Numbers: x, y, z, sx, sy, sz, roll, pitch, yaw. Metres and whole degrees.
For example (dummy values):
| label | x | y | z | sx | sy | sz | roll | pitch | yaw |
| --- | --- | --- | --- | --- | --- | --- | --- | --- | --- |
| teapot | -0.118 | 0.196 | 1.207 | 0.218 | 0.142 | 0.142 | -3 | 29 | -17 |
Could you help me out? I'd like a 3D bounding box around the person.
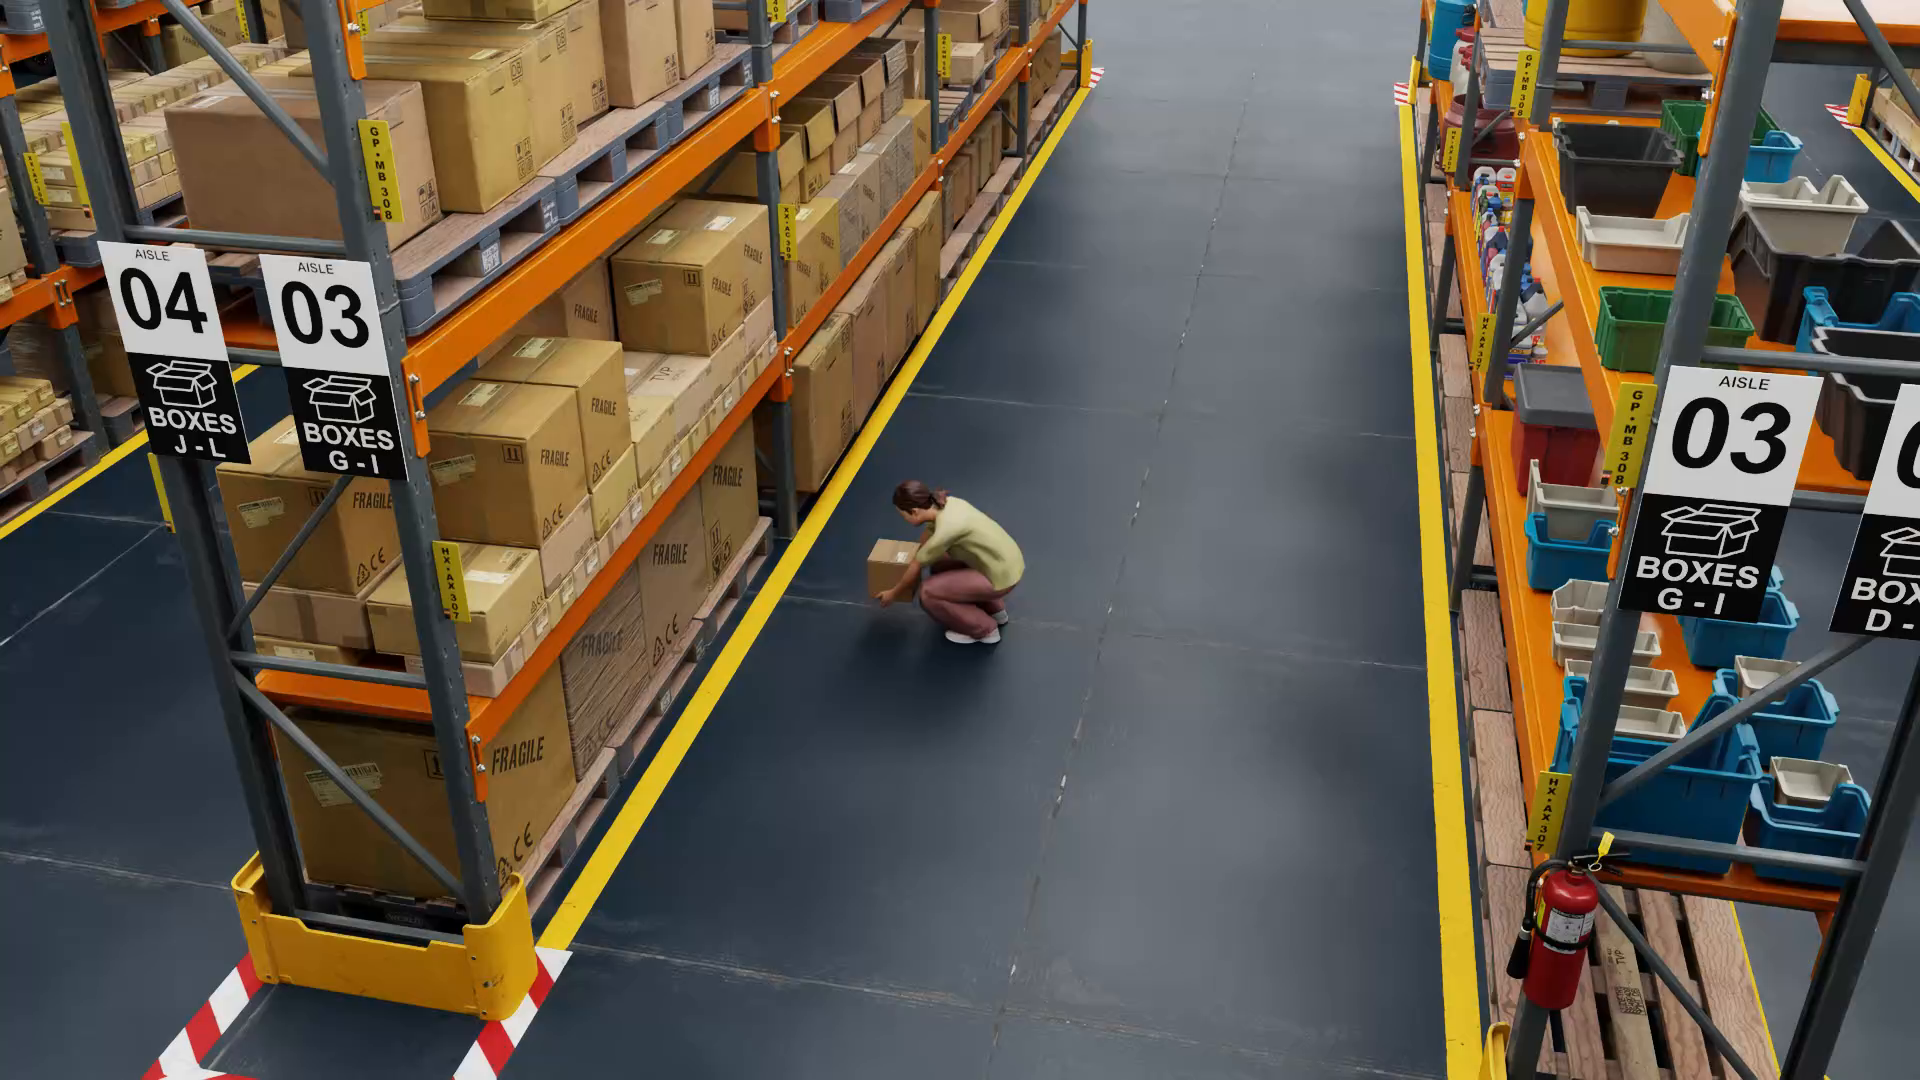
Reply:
| label | x | y | z | sx | sy | sz | roll | pitch | yaw |
| --- | --- | --- | --- | --- | --- | --- | --- | --- | --- |
| person | -0.054 | 0.089 | 9.228 | 0.816 | 0.937 | 0.474 | 6 | 29 | 10 |
